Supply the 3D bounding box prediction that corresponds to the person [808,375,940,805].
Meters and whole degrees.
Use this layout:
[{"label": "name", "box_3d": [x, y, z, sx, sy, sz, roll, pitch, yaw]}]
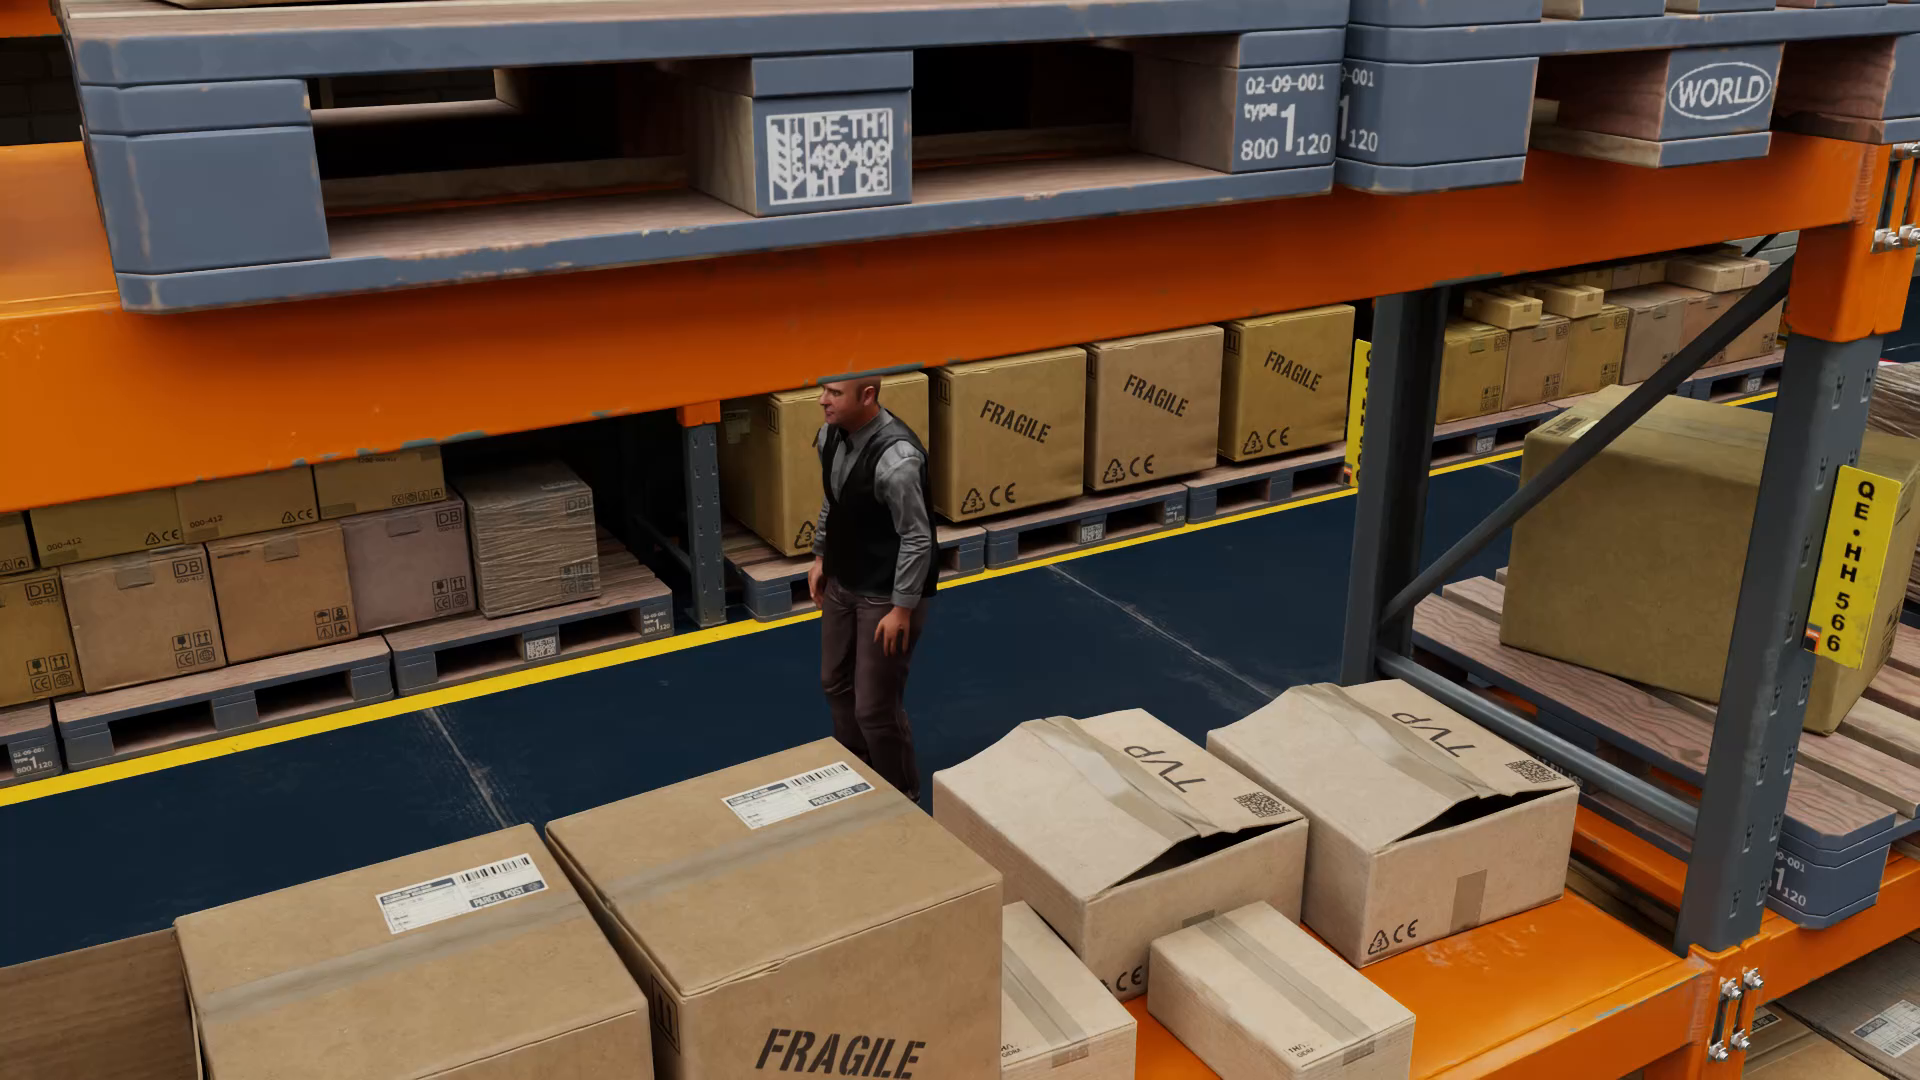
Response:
[{"label": "person", "box_3d": [-0.294, 0.221, 5.696, 0.415, 1.622, 0.592, -14, 25, -31]}]
